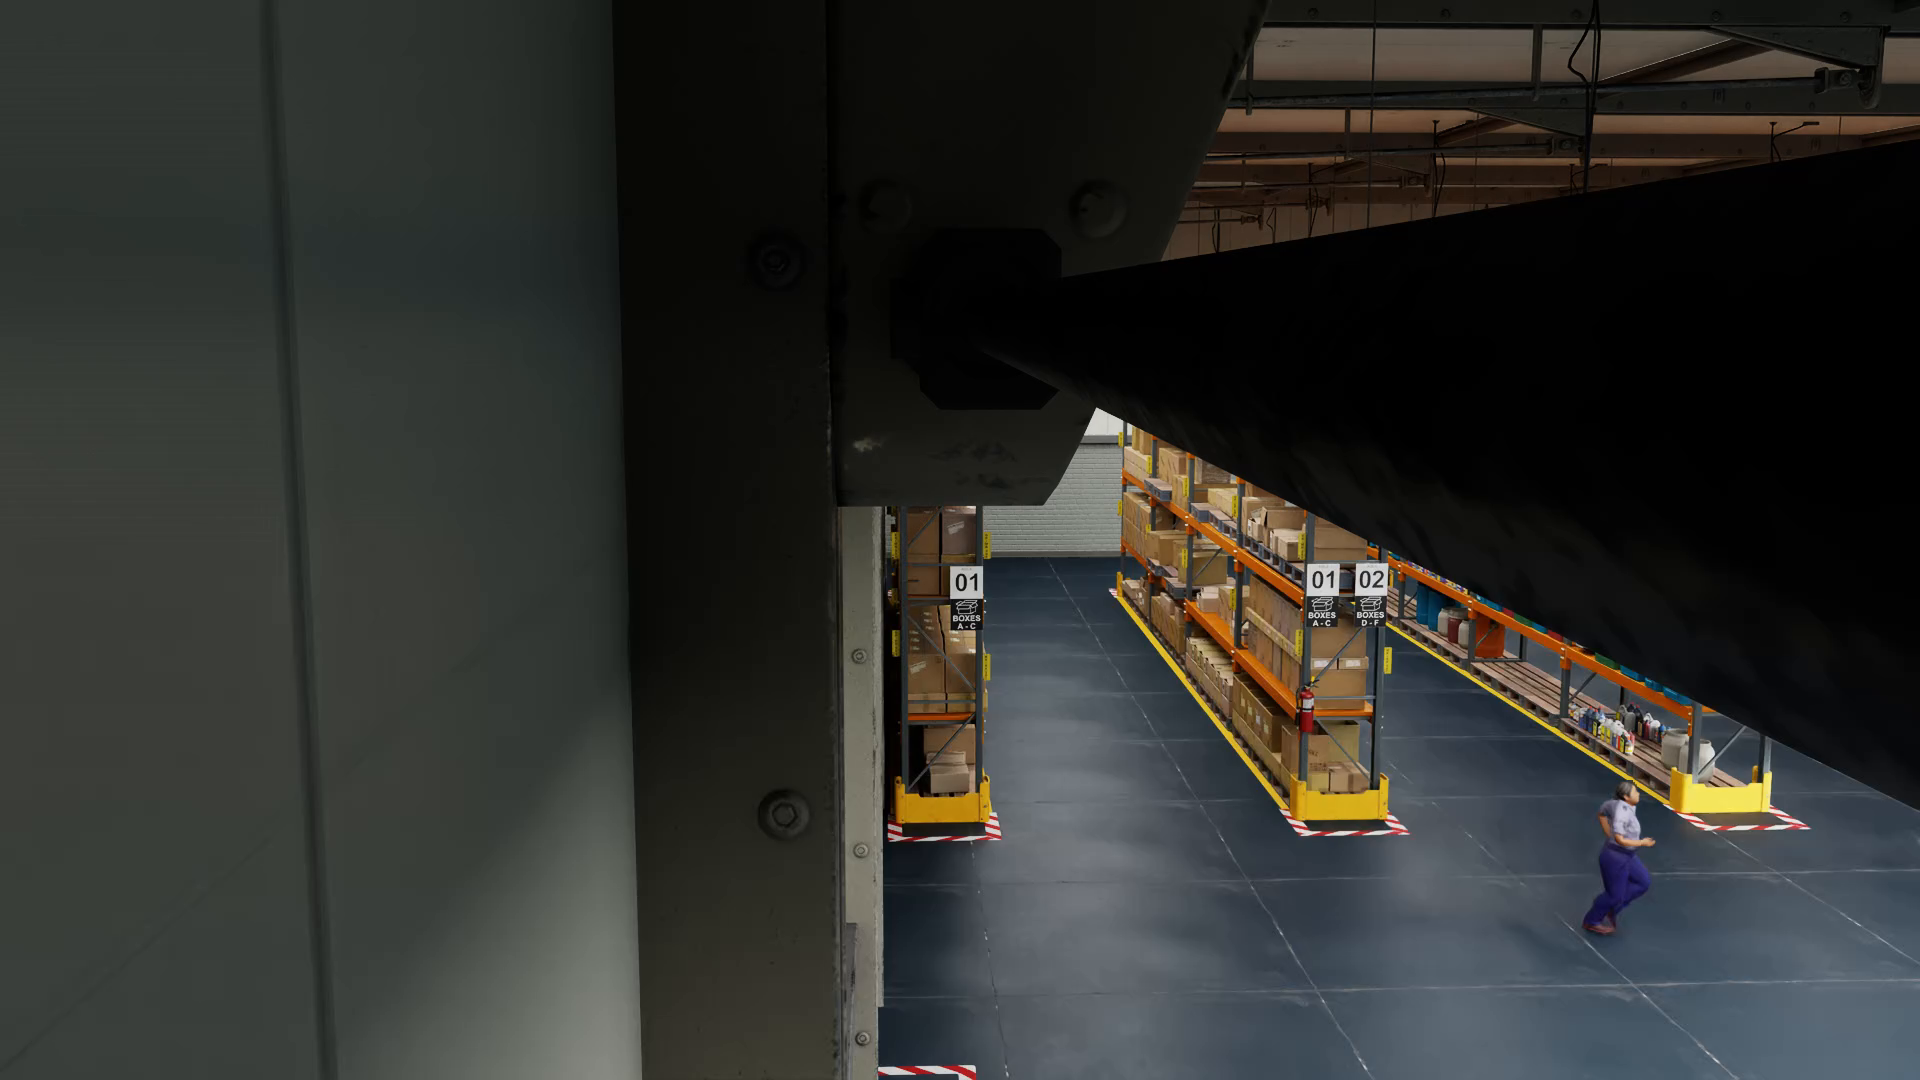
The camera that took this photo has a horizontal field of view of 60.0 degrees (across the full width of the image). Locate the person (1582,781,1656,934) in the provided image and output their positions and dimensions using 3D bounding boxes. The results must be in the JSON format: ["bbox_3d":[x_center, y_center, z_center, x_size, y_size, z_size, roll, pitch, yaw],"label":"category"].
[{"bbox_3d":[6.628,3.199,16.707,0.645,1.591,0.599,3,9,23],"label":"person"}]
